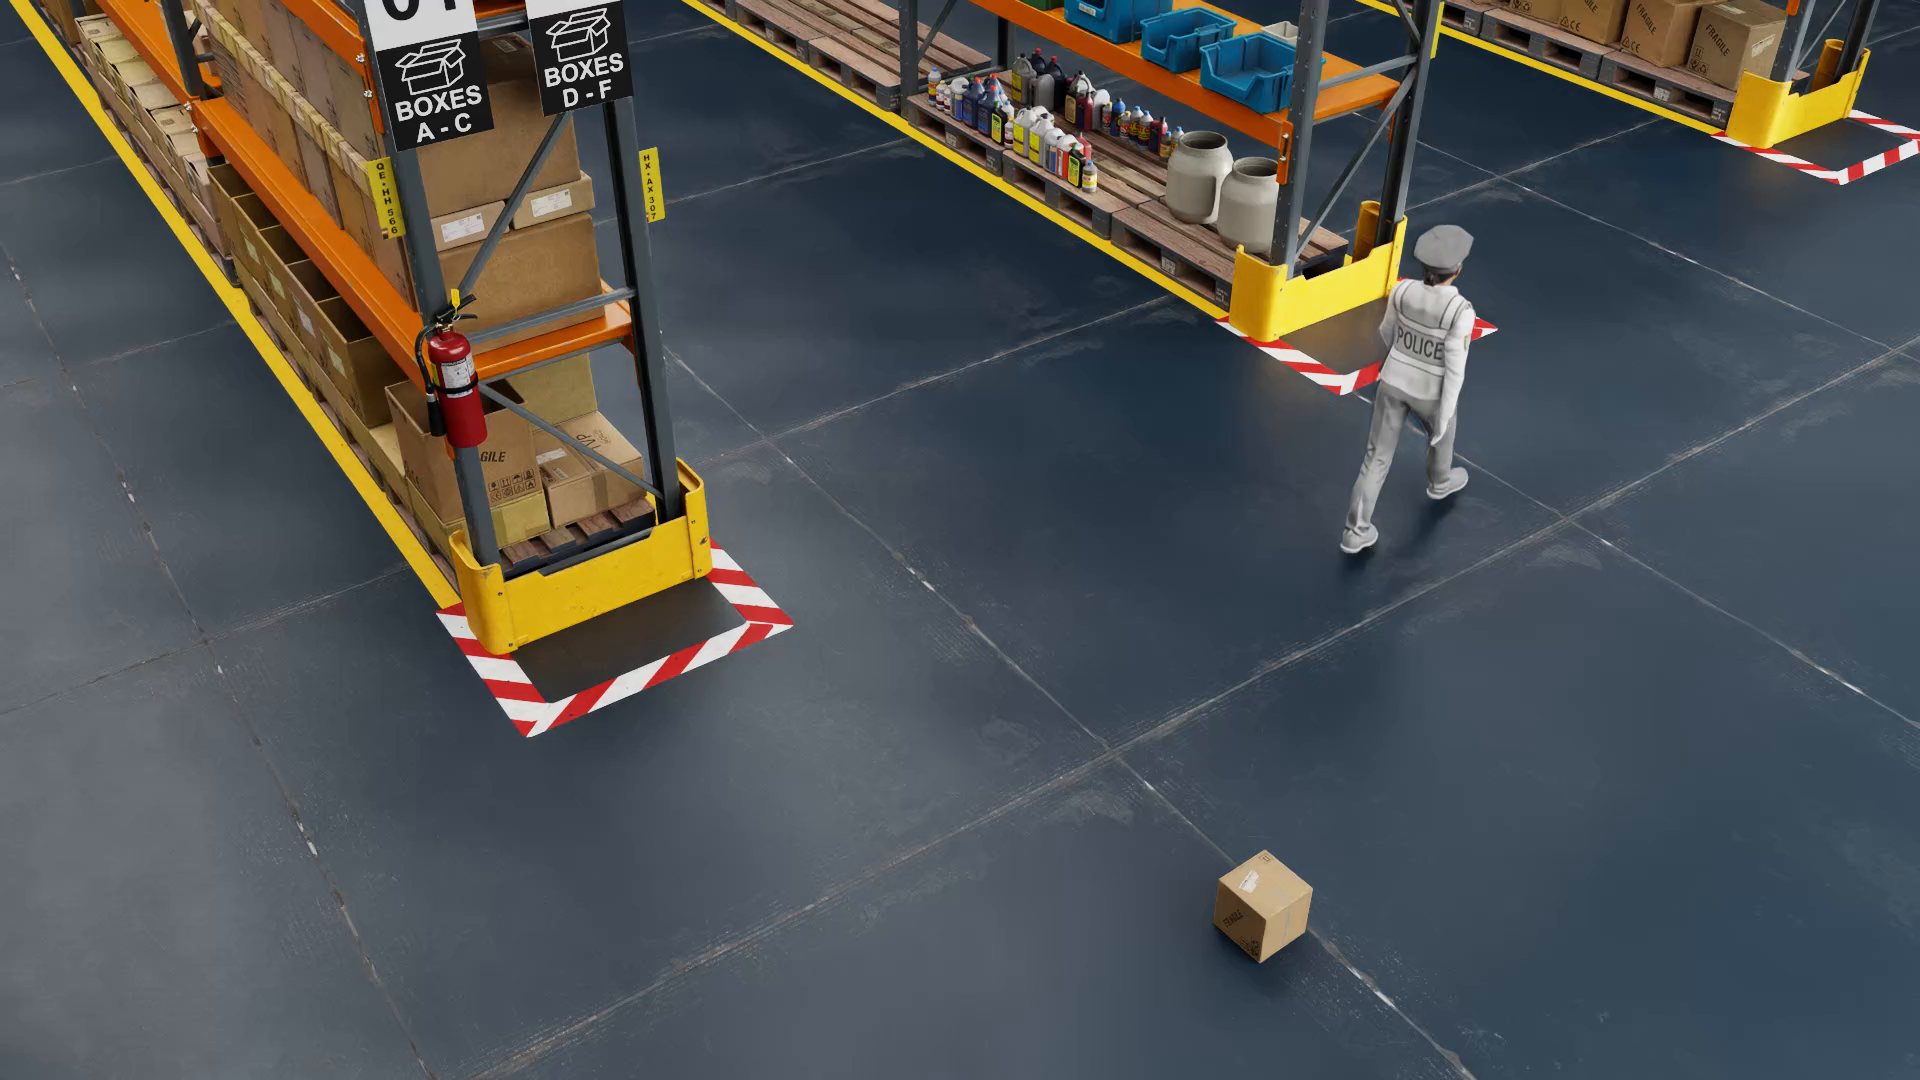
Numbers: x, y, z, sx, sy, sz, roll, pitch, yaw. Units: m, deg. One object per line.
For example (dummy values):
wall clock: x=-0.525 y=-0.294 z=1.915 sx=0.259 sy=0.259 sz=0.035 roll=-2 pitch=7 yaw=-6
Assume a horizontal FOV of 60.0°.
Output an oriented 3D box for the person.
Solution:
person: x=2.229 y=-0.785 z=8.011 sx=0.503 sy=1.626 sz=1.012 roll=24 pitch=43 yaw=29
